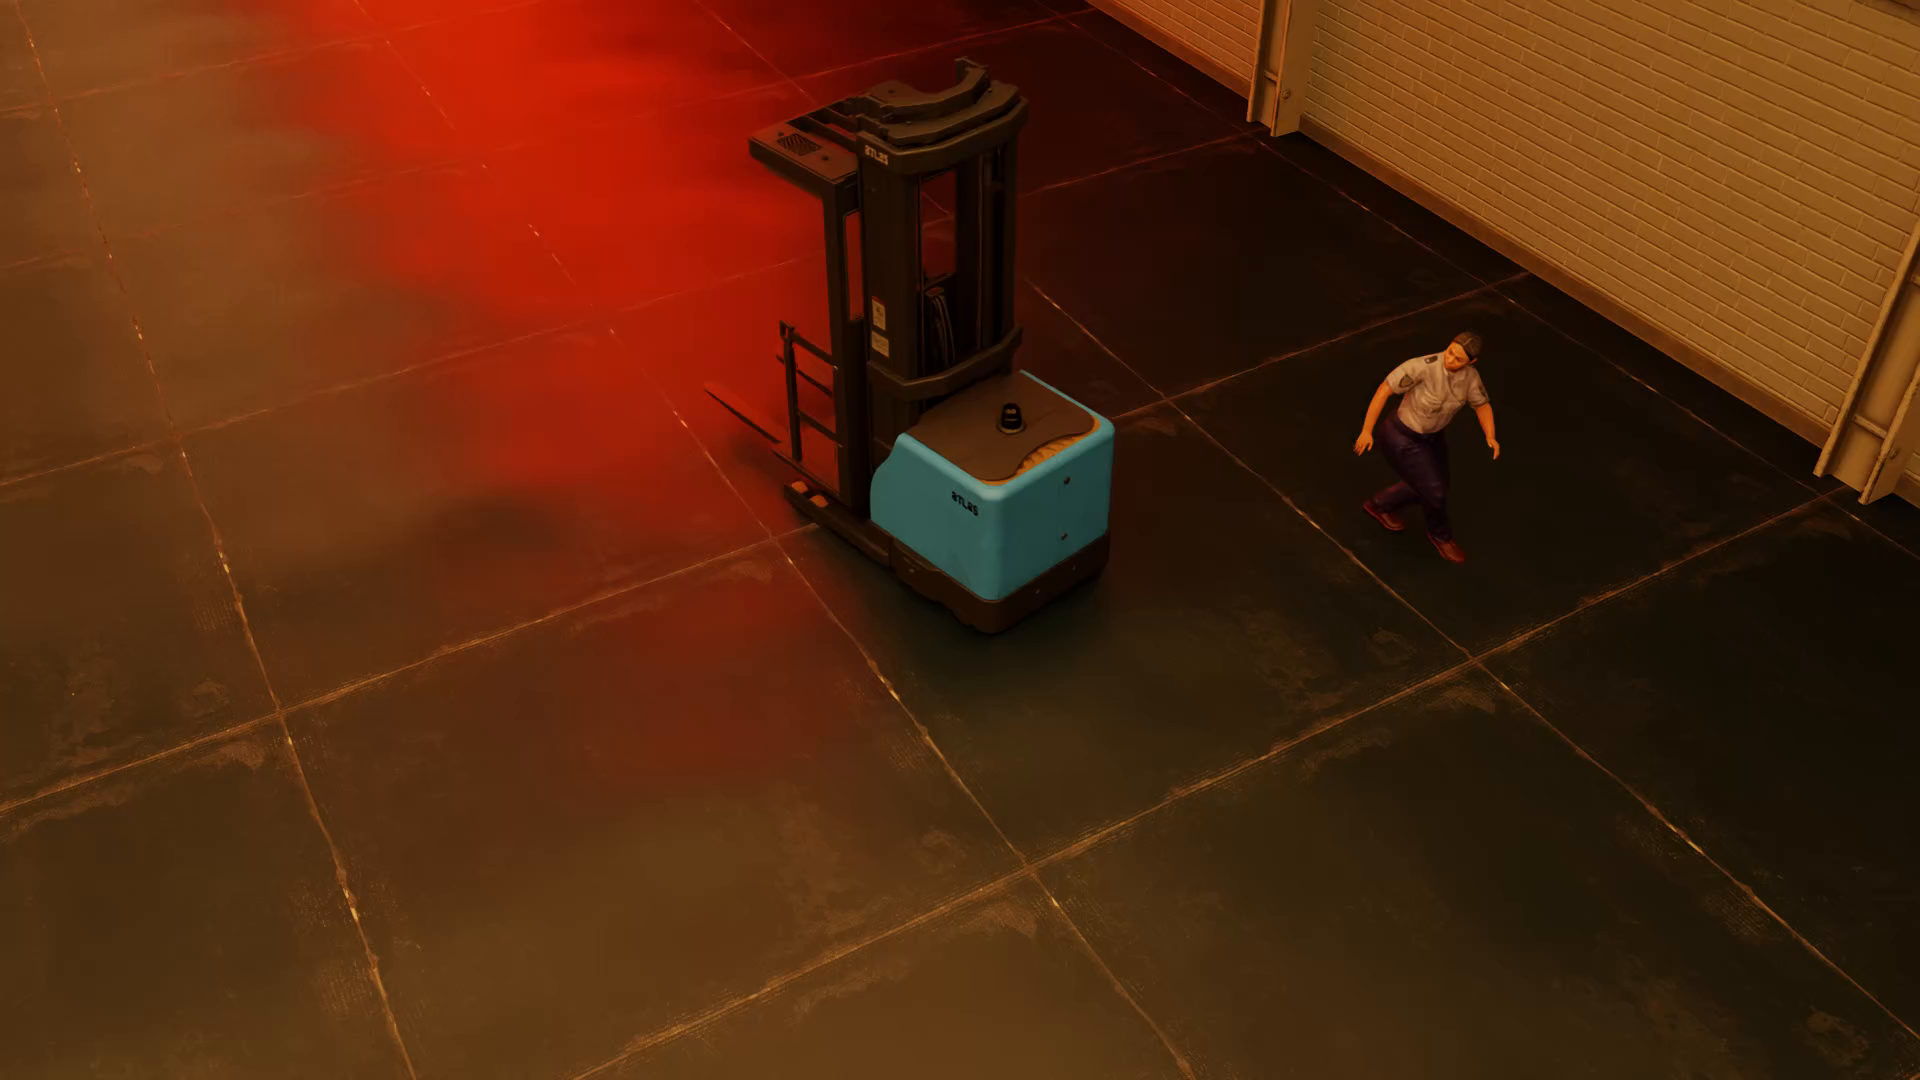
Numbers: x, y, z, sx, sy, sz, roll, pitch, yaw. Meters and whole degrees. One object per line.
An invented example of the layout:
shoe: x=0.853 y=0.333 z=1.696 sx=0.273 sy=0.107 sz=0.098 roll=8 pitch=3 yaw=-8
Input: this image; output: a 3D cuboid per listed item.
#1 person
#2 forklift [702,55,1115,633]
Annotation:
person: x=2.767 y=-0.535 z=9.815 sx=0.746 sy=1.532 sz=0.786 roll=-27 pitch=47 yaw=-29
forklift: x=-0.471 y=-1.444 z=9.777 sx=1.130 sy=2.935 sz=3.031 roll=-31 pitch=49 yaw=-32
